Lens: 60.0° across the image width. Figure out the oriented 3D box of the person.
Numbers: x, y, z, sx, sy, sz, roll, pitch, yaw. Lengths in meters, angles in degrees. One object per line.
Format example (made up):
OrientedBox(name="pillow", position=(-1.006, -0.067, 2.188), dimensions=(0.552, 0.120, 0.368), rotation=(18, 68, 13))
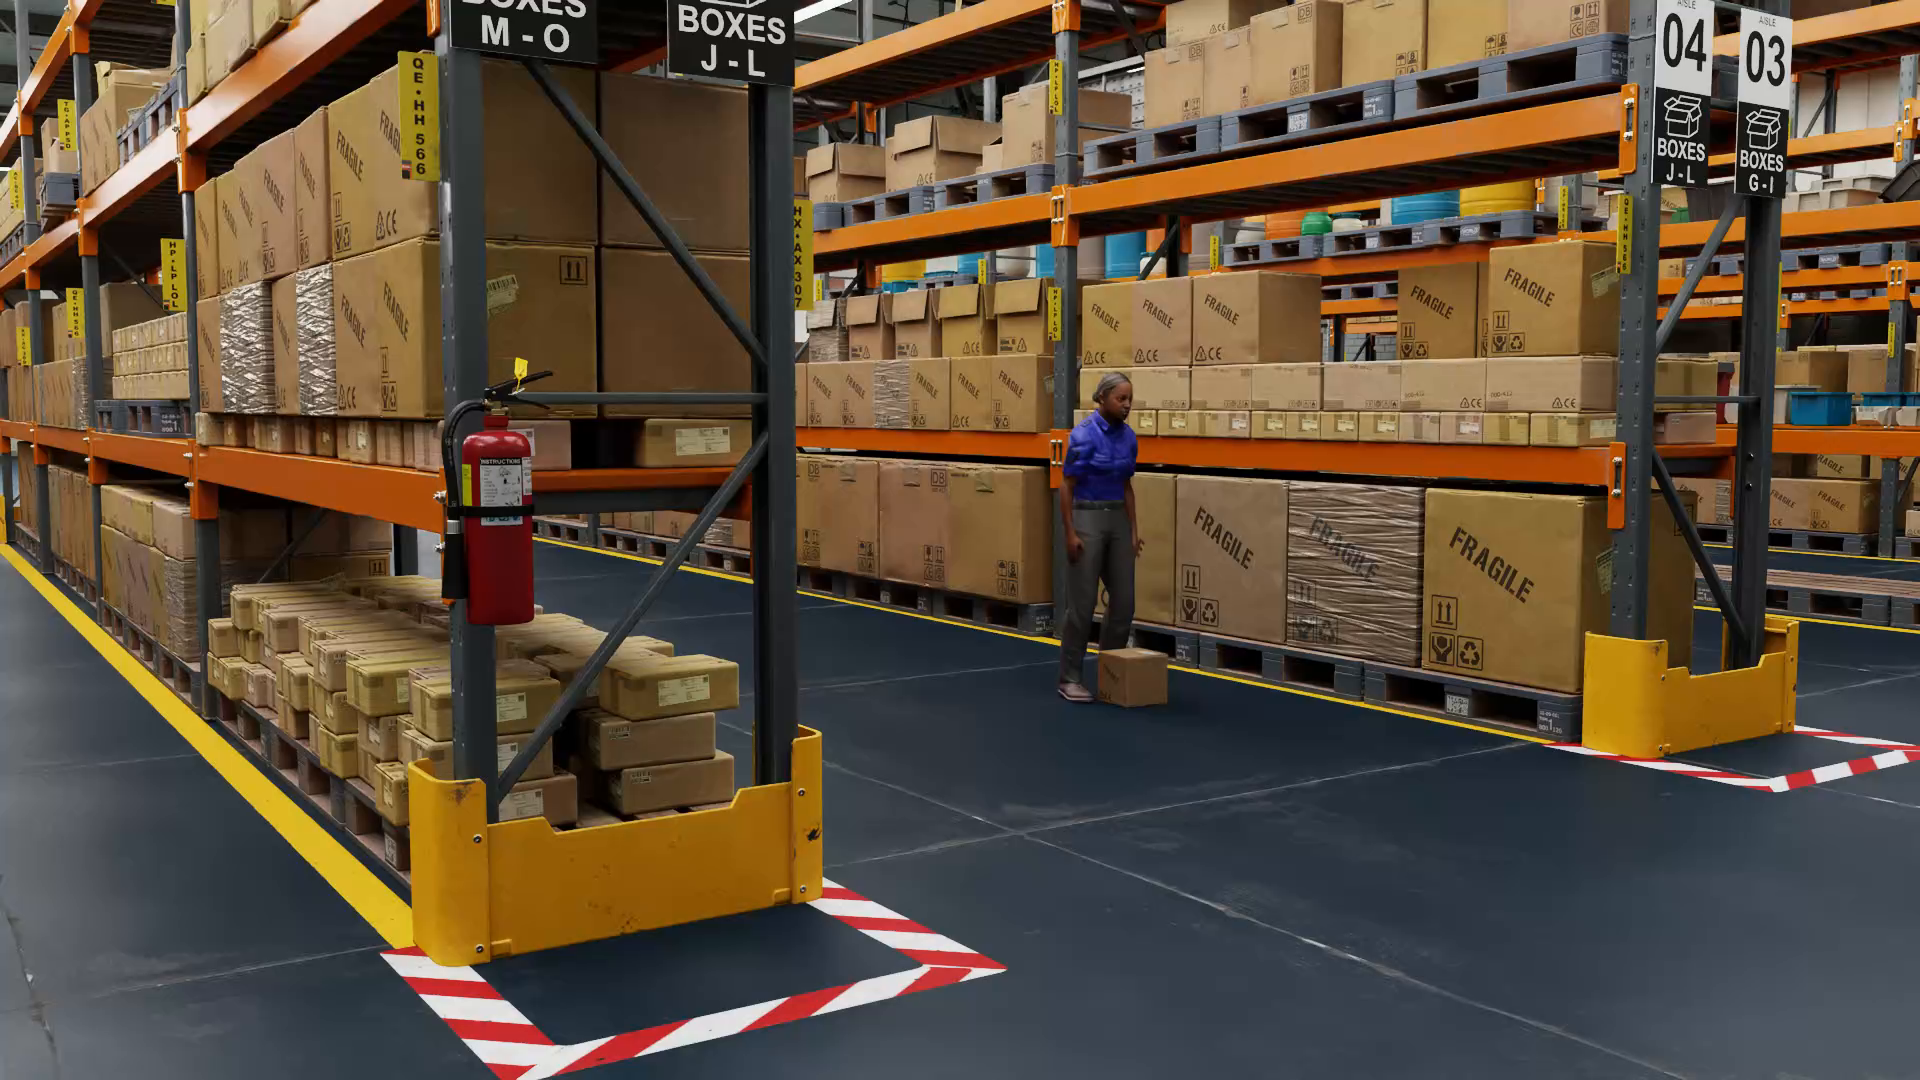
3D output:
OrientedBox(name="person", position=(0.713, -0.027, 8.446), dimensions=(0.521, 1.653, 0.349), rotation=(-4, 6, -37))
